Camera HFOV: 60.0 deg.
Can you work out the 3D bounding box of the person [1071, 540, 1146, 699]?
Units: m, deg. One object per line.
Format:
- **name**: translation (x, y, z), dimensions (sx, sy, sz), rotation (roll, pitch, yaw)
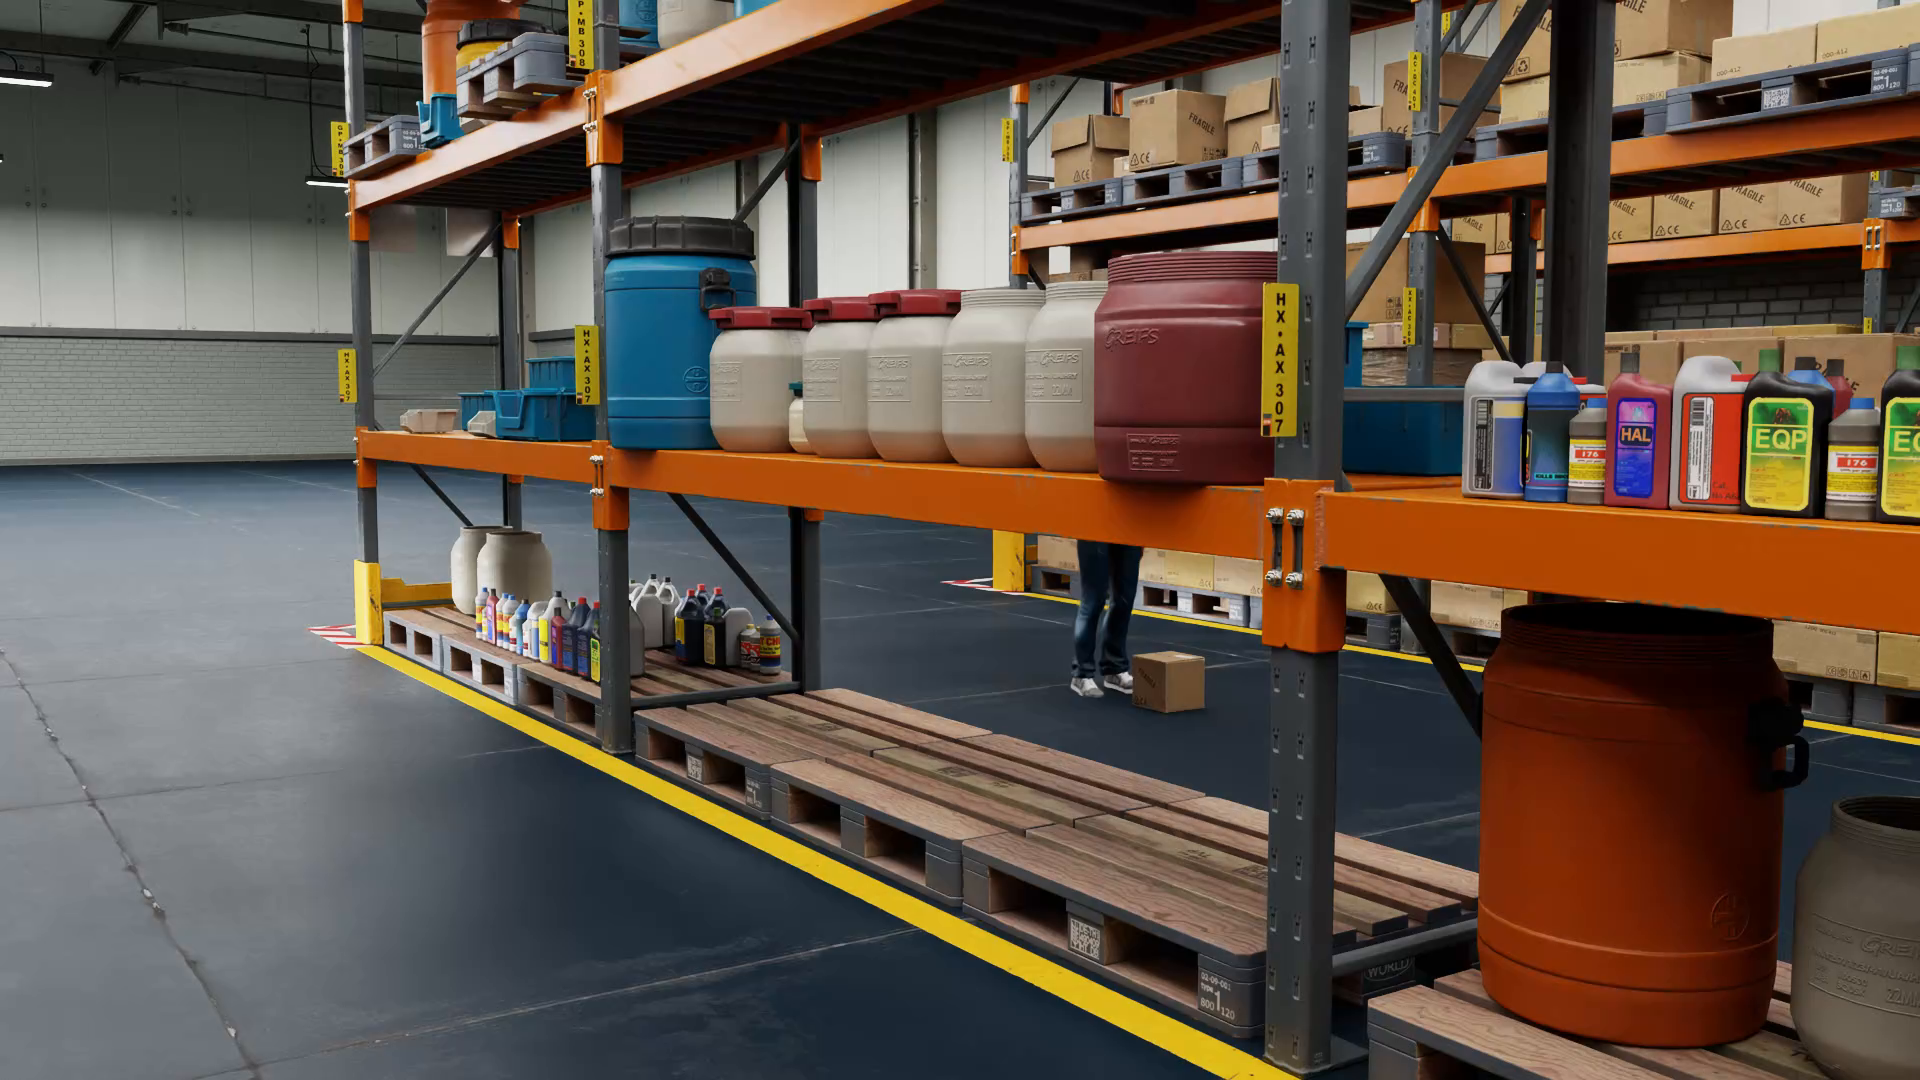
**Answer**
- **person**: translation (0.768, -0.001, 8.451), dimensions (0.407, 1.624, 0.316), rotation (-3, 6, -32)
